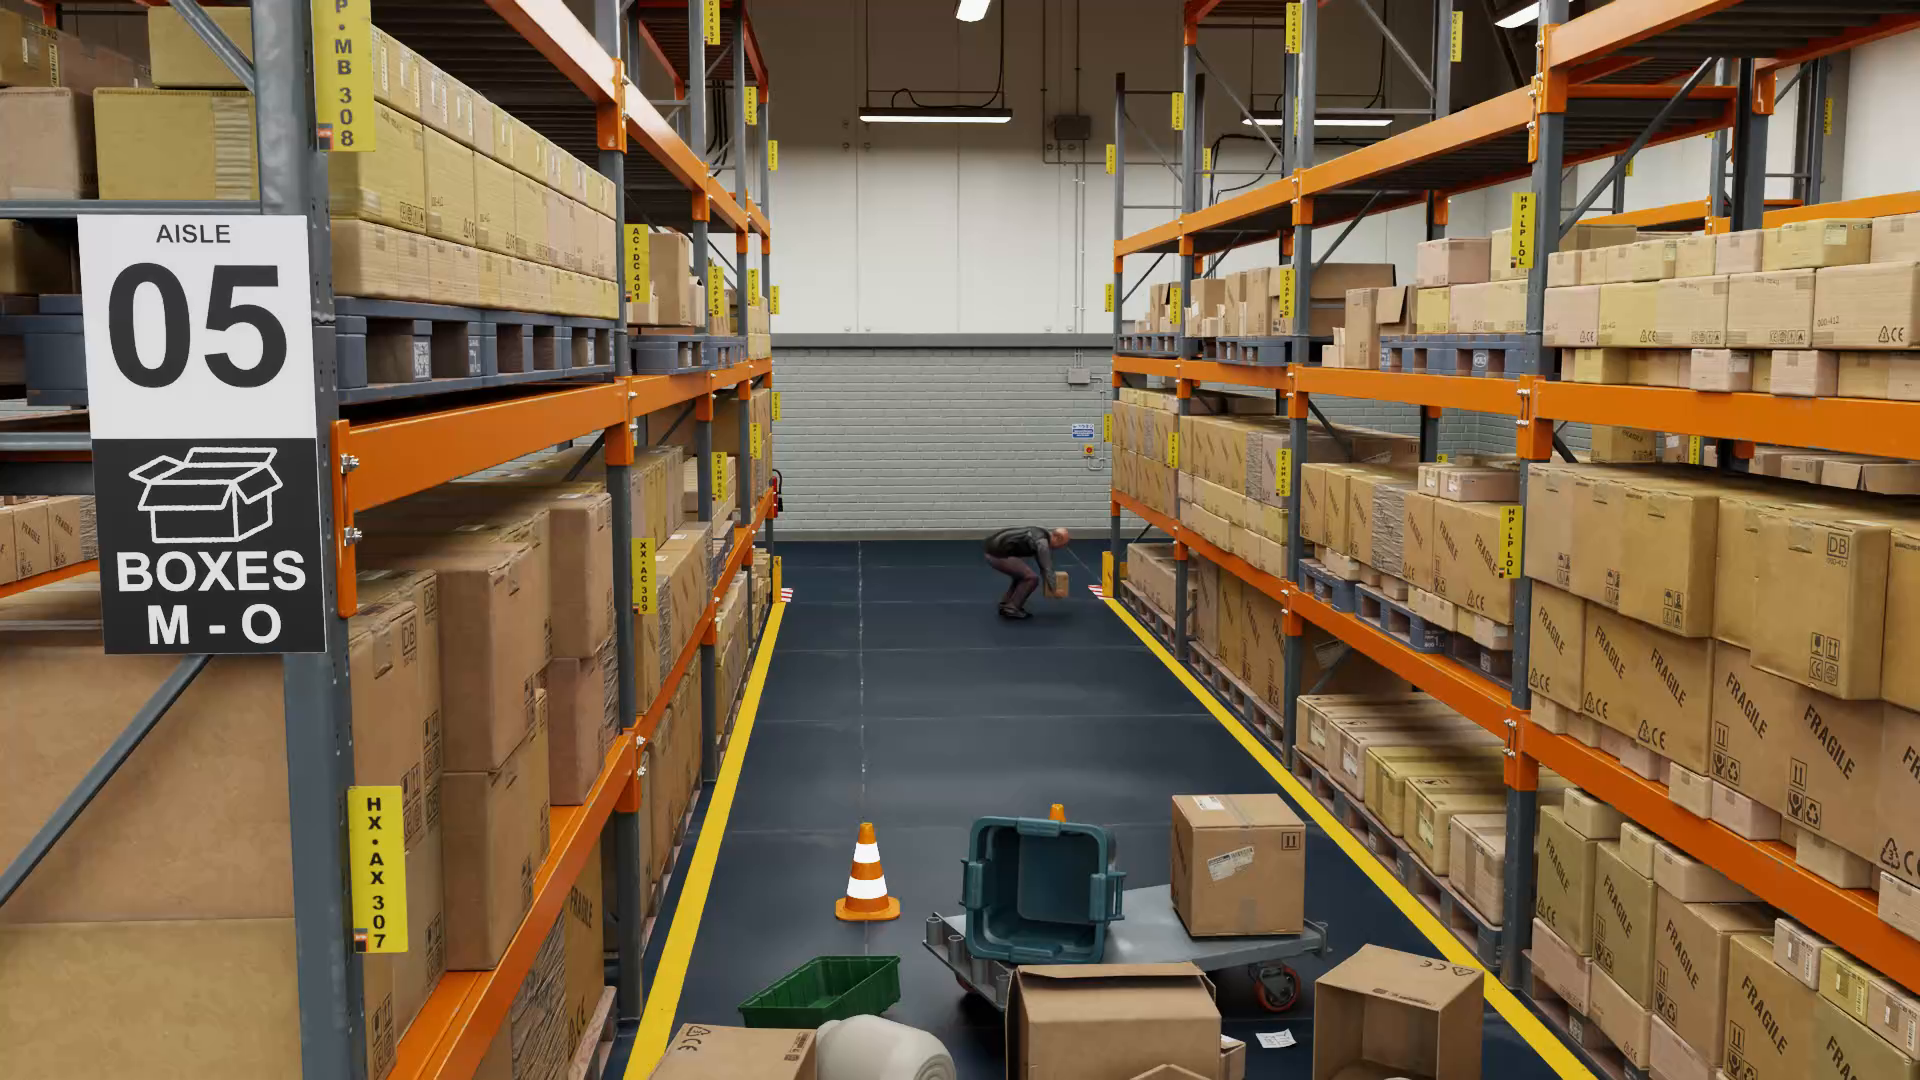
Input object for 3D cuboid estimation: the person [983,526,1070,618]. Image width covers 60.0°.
[{"bbox_3d":[0.727,0.339,18.114,0.945,0.986,0.510,-1,7,-6],"label":"person"}]
